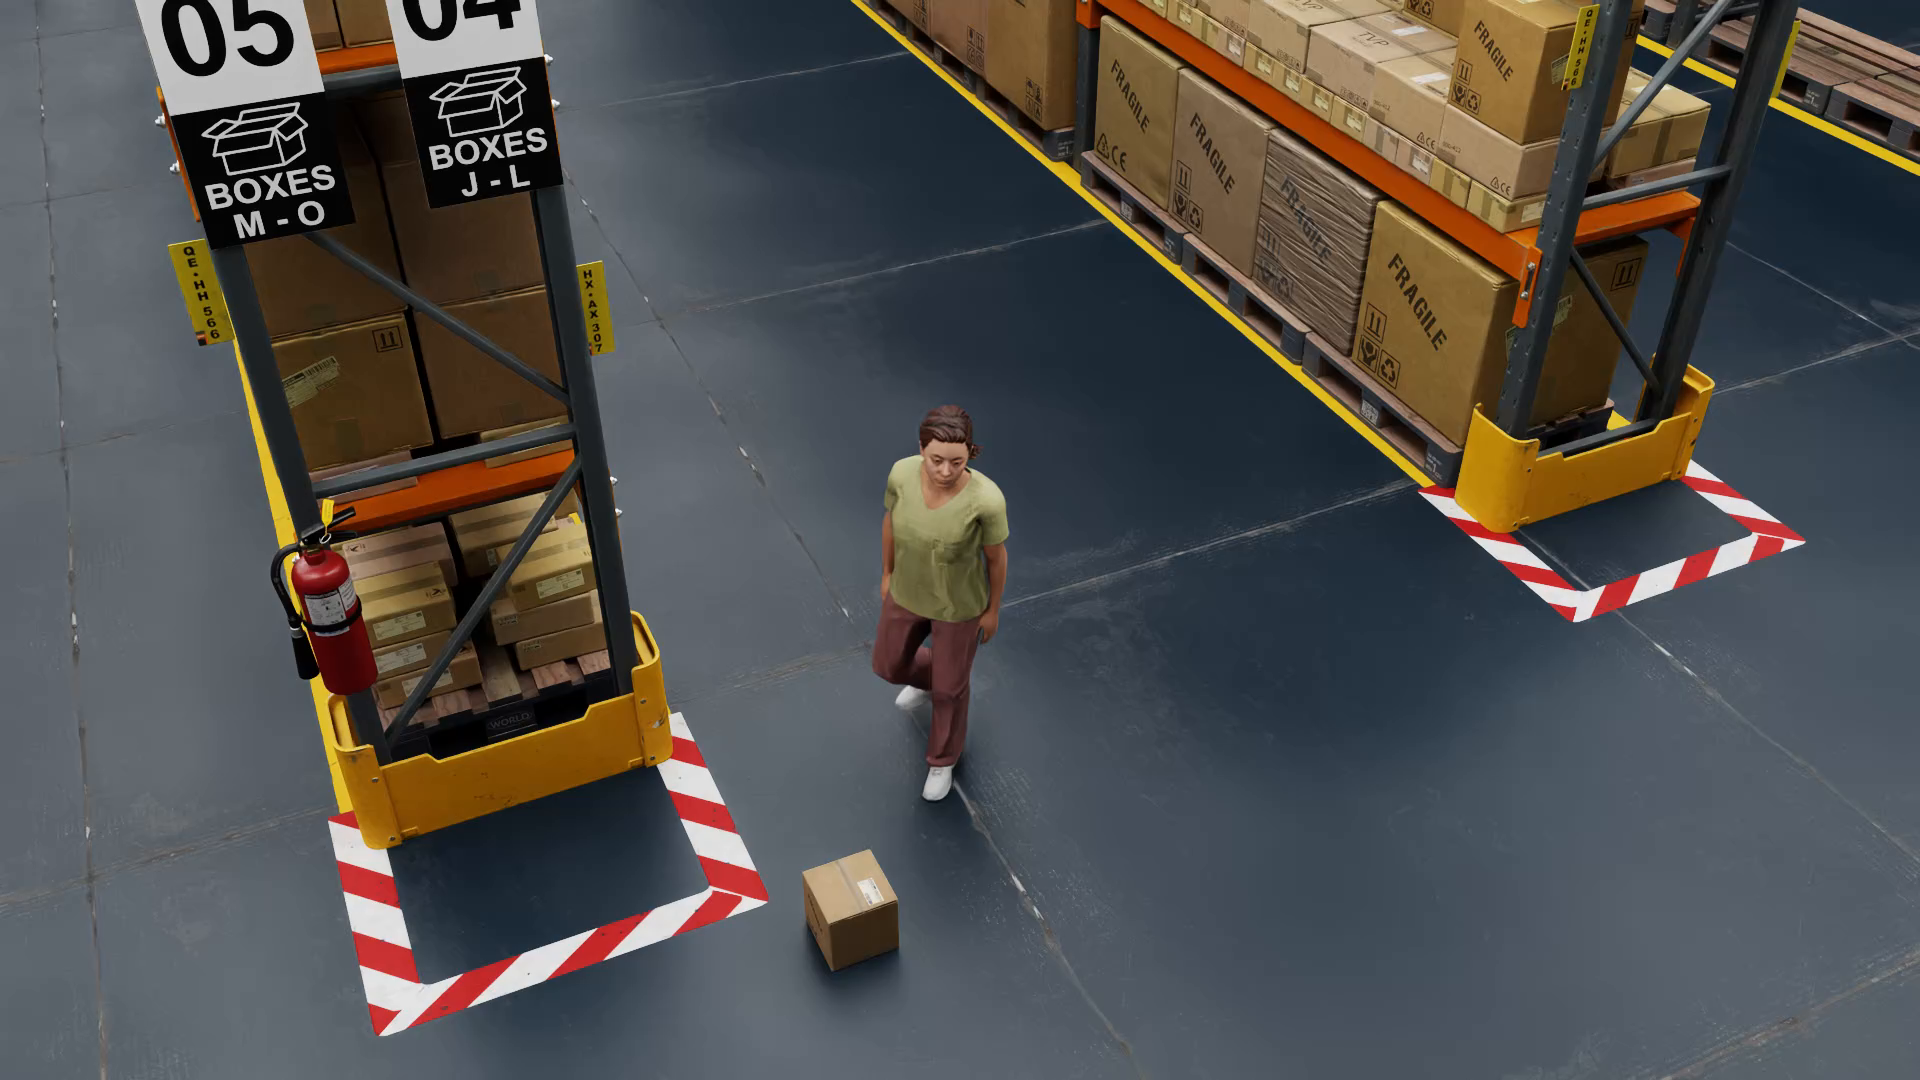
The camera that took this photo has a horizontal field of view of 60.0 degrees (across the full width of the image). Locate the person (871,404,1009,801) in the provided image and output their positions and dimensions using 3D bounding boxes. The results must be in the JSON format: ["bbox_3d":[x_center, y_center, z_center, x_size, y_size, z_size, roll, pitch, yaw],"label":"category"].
[{"bbox_3d":[-0.052,0.163,5.935,0.512,1.669,0.563,15,40,19],"label":"person"}]
